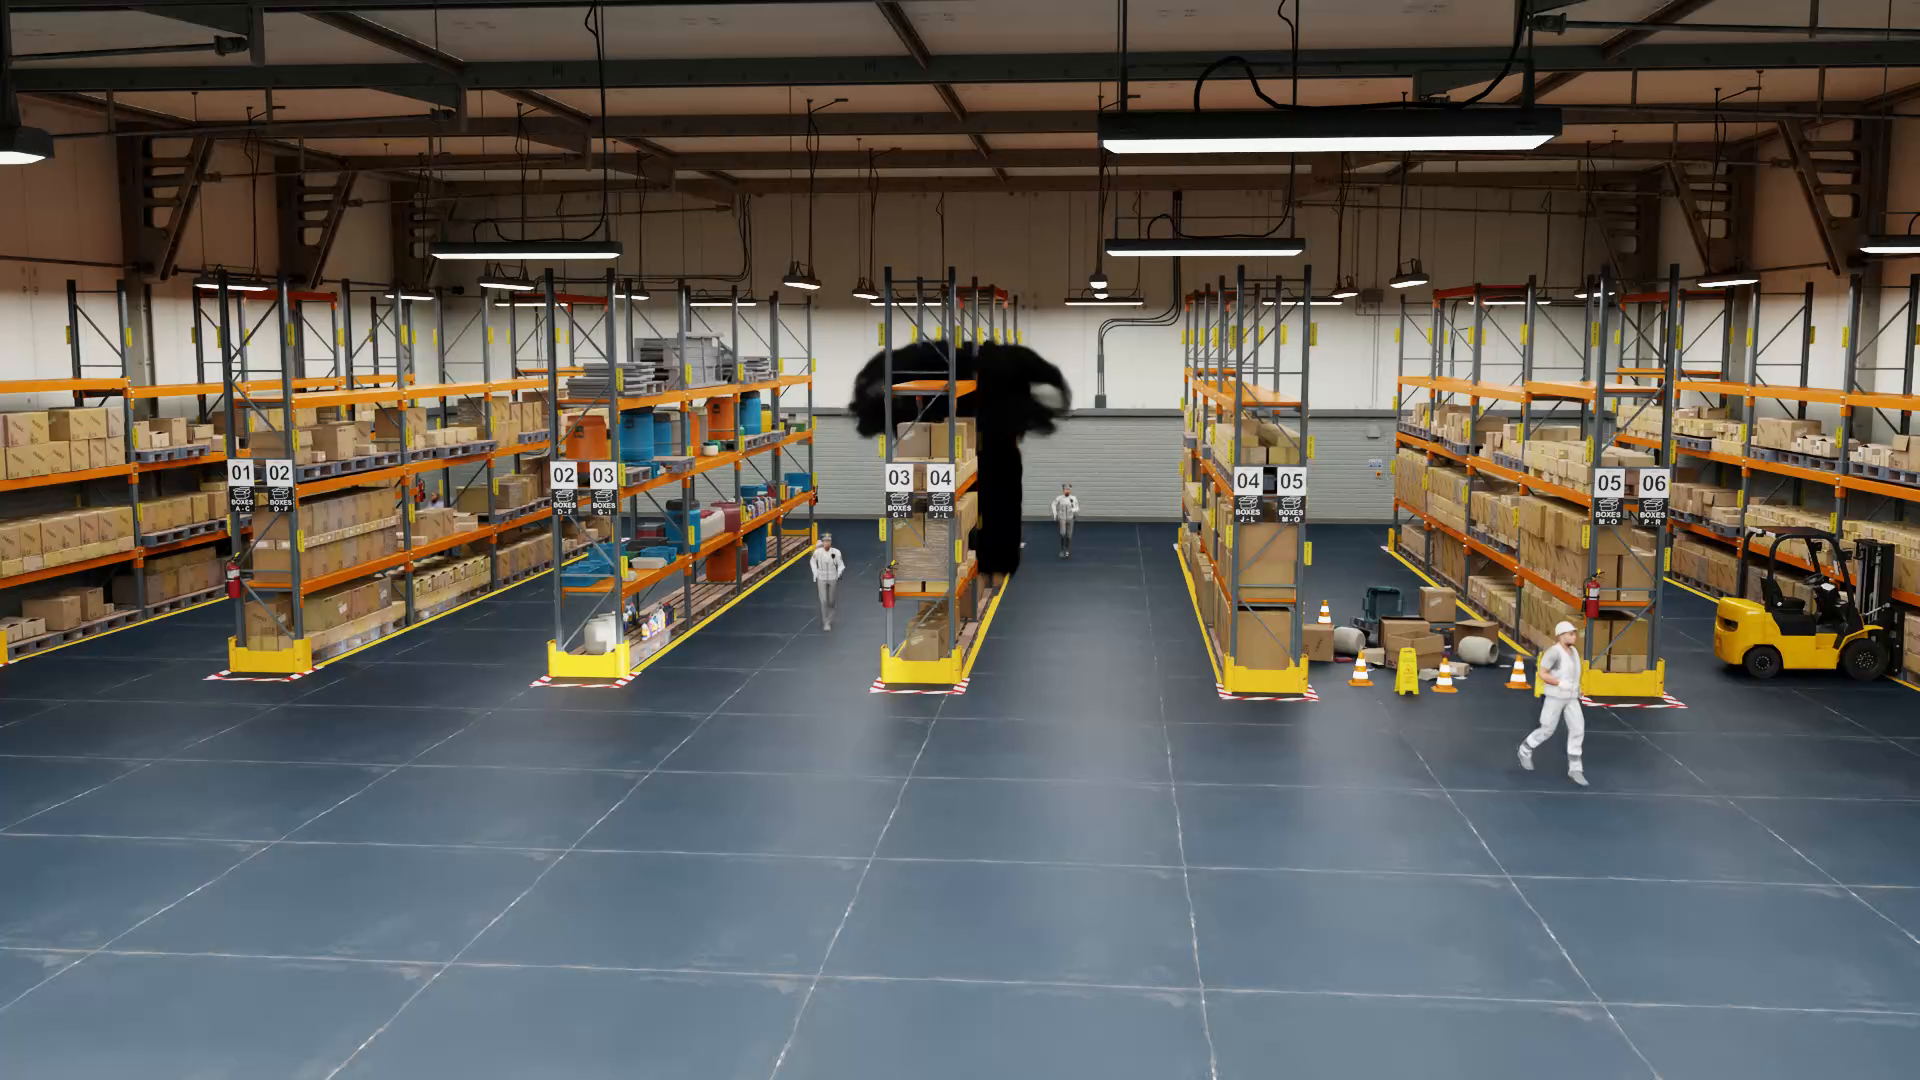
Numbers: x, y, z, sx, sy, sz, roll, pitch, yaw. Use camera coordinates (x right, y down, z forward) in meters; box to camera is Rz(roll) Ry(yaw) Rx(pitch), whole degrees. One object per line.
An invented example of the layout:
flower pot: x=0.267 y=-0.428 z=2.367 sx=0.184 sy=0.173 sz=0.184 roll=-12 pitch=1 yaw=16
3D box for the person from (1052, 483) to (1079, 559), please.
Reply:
person: x=2.419 y=-0.436 z=37.937 sx=0.583 sy=1.724 sz=0.705 roll=-1 pitch=7 yaw=-6

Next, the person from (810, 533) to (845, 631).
person: x=-2.297 y=0.692 z=28.808 sx=0.600 sy=1.678 sz=0.812 roll=0 pitch=7 yaw=-4

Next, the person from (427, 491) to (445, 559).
person: x=-11.599 y=-0.265 z=36.810 sx=0.581 sy=1.637 sz=0.638 roll=0 pitch=7 yaw=4

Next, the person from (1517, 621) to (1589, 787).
person: x=6.838 y=1.818 z=18.909 sx=0.698 sy=1.800 sz=0.945 roll=-4 pitch=8 yaw=-29
